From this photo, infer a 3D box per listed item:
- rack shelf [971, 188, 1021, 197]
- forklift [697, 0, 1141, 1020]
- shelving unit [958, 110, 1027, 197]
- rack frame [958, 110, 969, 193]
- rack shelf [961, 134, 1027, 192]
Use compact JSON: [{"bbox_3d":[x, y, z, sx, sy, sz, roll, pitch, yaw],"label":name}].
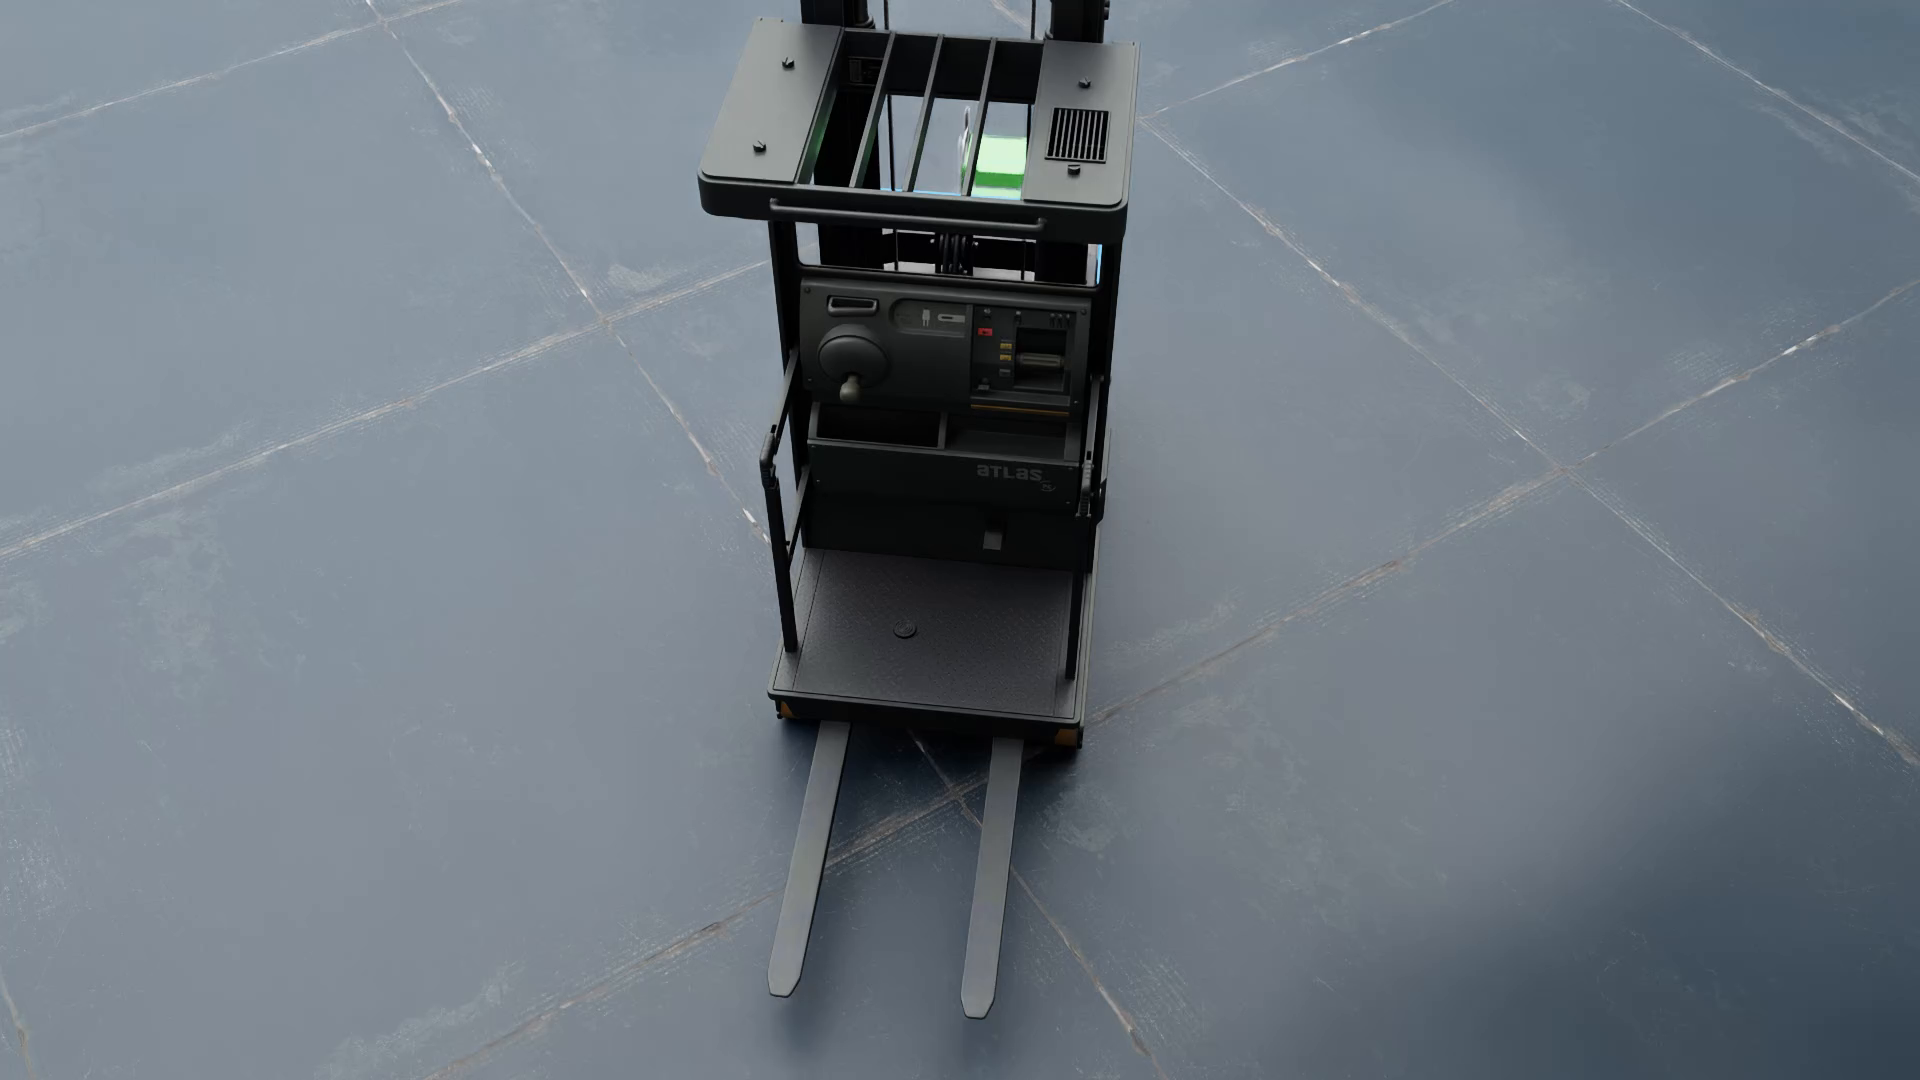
[{"bbox_3d":[0.255,-1.306,6.811,0.480,0.148,0.258,5,46,4],"label":"rack shelf"},{"bbox_3d":[-0.075,-0.512,5.188,1.130,2.935,3.031,5,49,5],"label":"forklift"},{"bbox_3d":[0.254,-1.183,6.936,0.503,1.200,0.258,5,46,4],"label":"shelving unit"},{"bbox_3d":[0.011,-1.204,6.955,0.015,1.200,0.240,5,46,4],"label":"rack frame"},{"bbox_3d":[0.256,-1.475,6.640,0.480,0.148,0.258,5,46,4],"label":"rack shelf"}]
